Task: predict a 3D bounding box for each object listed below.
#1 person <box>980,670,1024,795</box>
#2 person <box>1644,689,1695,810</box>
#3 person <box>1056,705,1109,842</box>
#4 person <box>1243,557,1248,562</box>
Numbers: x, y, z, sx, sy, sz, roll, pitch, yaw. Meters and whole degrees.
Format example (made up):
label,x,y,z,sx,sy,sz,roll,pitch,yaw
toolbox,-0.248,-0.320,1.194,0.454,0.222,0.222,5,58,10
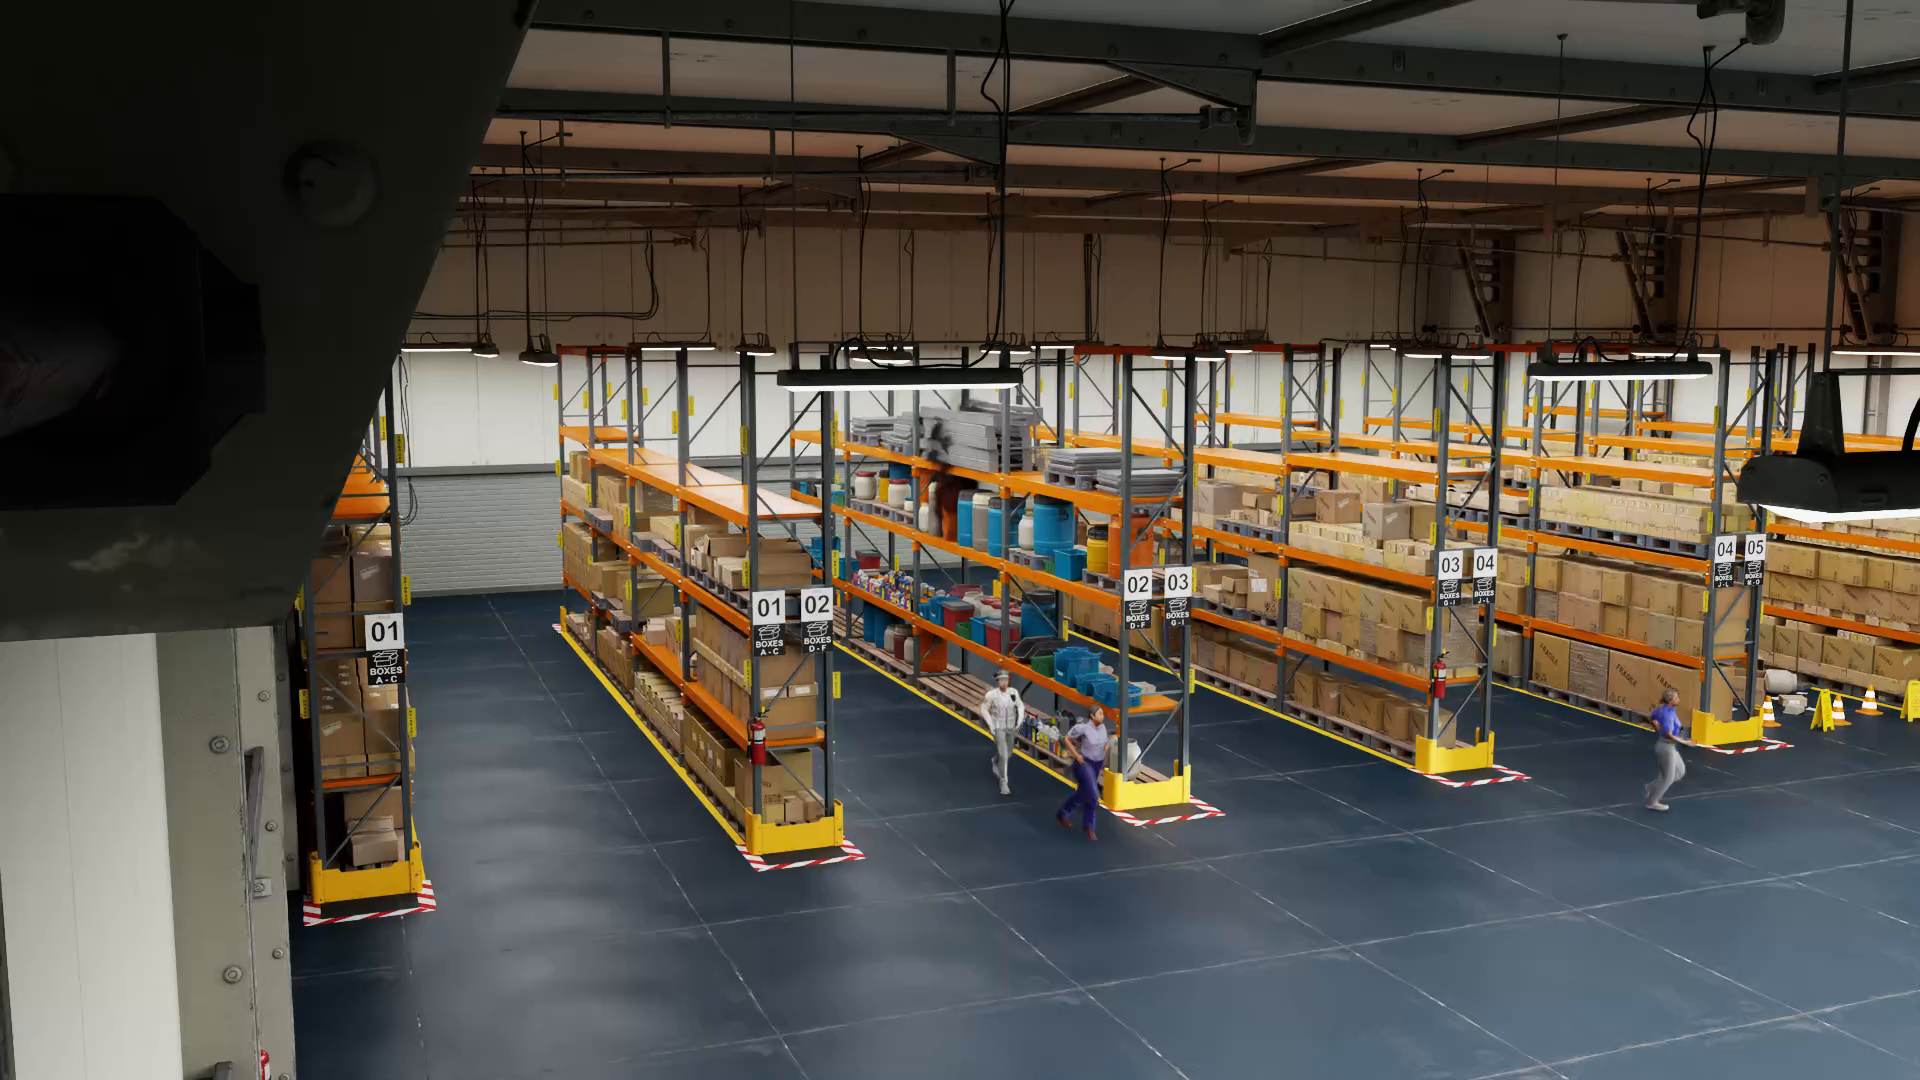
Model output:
label,x,y,z,sx,sy,sz,roll,pitch,yaw
person,0.581,2.586,22.970,0.618,1.690,0.753,-2,8,-17
person,9.345,2.749,21.865,0.572,1.607,0.615,2,8,18
person,1.596,2.902,20.975,0.772,1.653,0.665,6,10,40
person,7.417,0.122,42.301,0.738,1.699,0.602,-4,8,-31
